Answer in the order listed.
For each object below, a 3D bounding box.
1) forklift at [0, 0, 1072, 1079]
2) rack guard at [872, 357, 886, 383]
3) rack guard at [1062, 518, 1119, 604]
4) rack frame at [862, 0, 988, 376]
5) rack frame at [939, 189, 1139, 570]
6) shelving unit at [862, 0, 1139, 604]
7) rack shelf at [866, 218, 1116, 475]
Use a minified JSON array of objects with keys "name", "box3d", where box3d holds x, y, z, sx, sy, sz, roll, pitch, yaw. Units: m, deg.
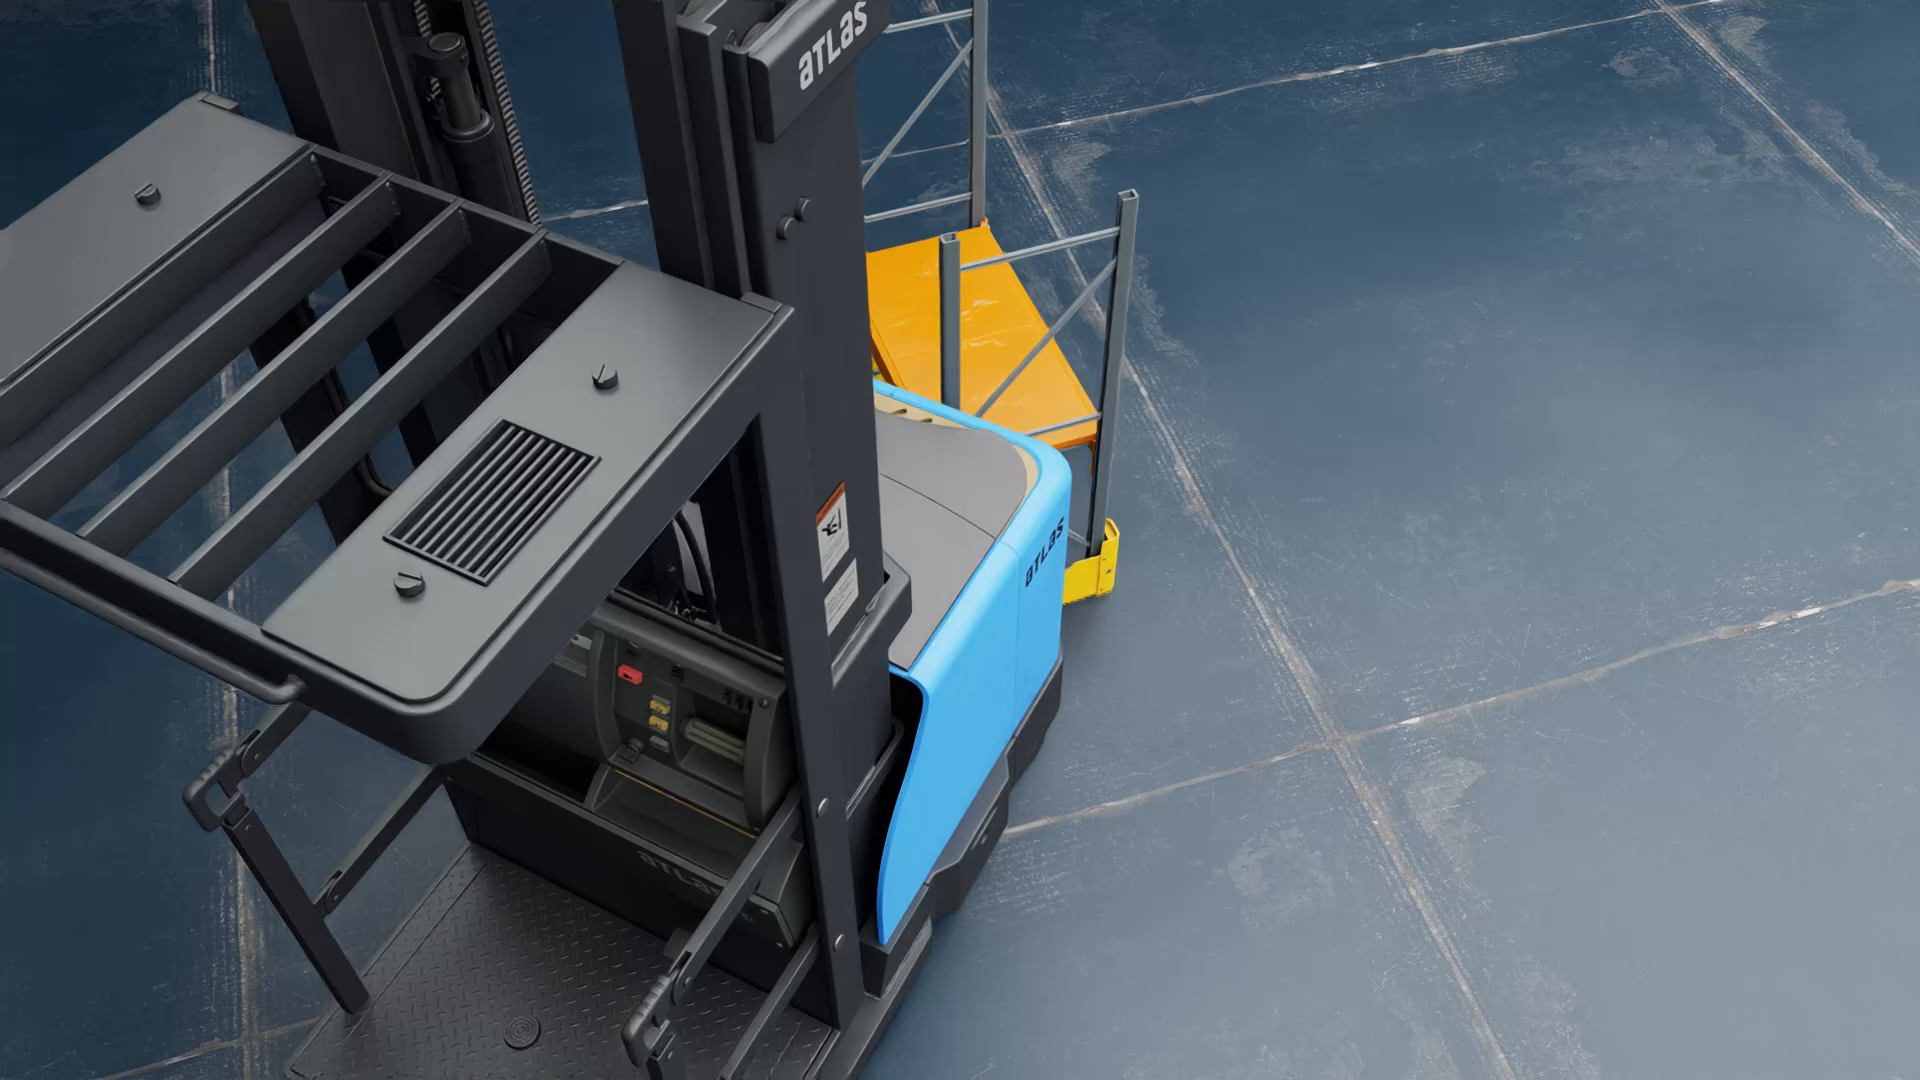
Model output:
[{"name":"forklift","box3d":[-0.846,0.361,3.029,1.130,2.935,3.031,22,53,17]},{"name":"rack guard","box3d":[-0.155,-0.597,5.589,0.587,0.250,0.087,-16,52,-13]},{"name":"rack guard","box3d":[0.189,0.118,4.987,0.587,0.250,0.087,-16,52,-13]},{"name":"rack frame","box3d":[-0.162,-1.013,5.123,0.500,1.500,0.032,-16,52,-13]},{"name":"rack frame","box3d":[0.190,-0.284,4.508,0.500,1.500,0.032,-16,52,-13]},{"name":"shelving unit","box3d":[0.017,-0.642,4.810,0.587,1.500,1.083,-16,52,-13]},{"name":"rack shelf","box3d":[0.014,-0.533,4.953,0.538,0.185,1.000,-16,52,-13]}]
